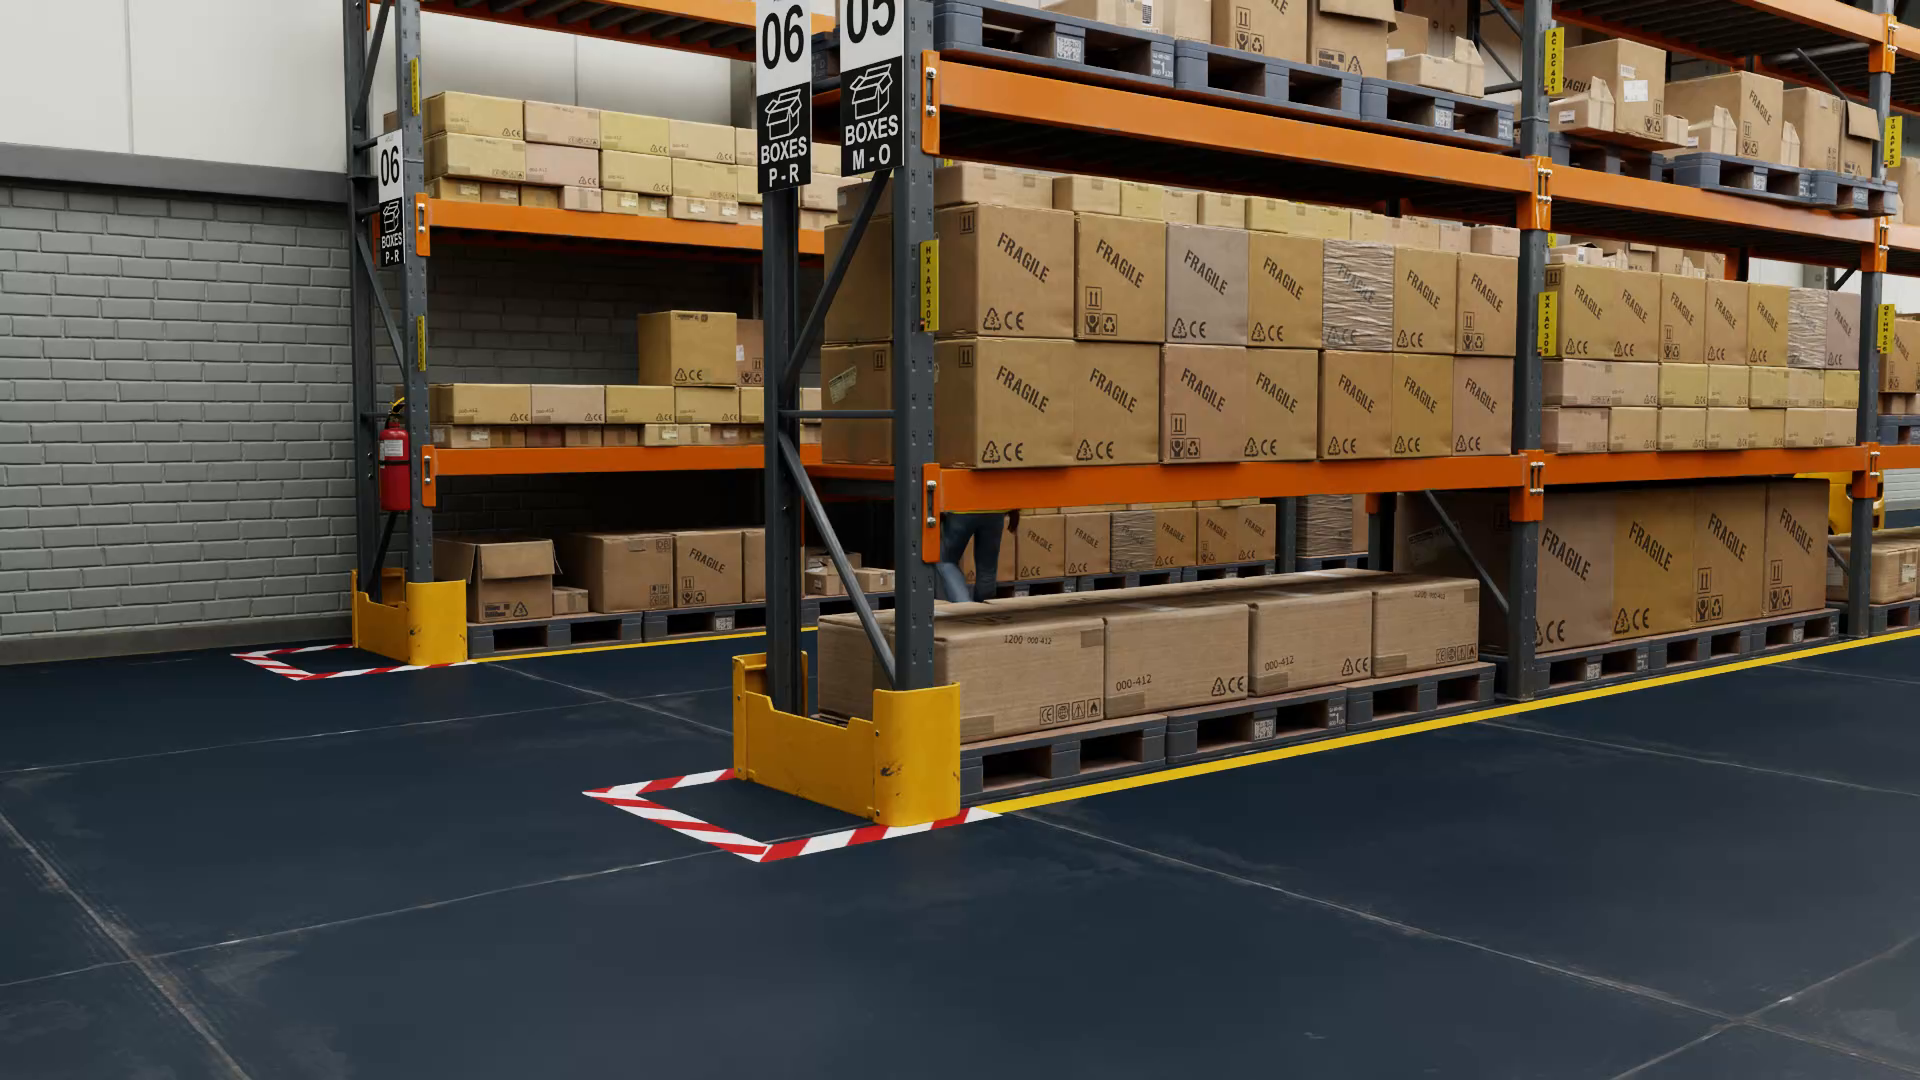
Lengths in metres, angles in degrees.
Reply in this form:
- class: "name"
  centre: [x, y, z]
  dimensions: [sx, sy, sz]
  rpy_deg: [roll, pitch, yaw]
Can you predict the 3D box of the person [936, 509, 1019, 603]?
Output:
- class: "person"
  centre: [0.101, -0.189, 10.832]
  dimensions: [0.619, 1.762, 0.571]
  rpy_deg: [-1, 4, -14]
